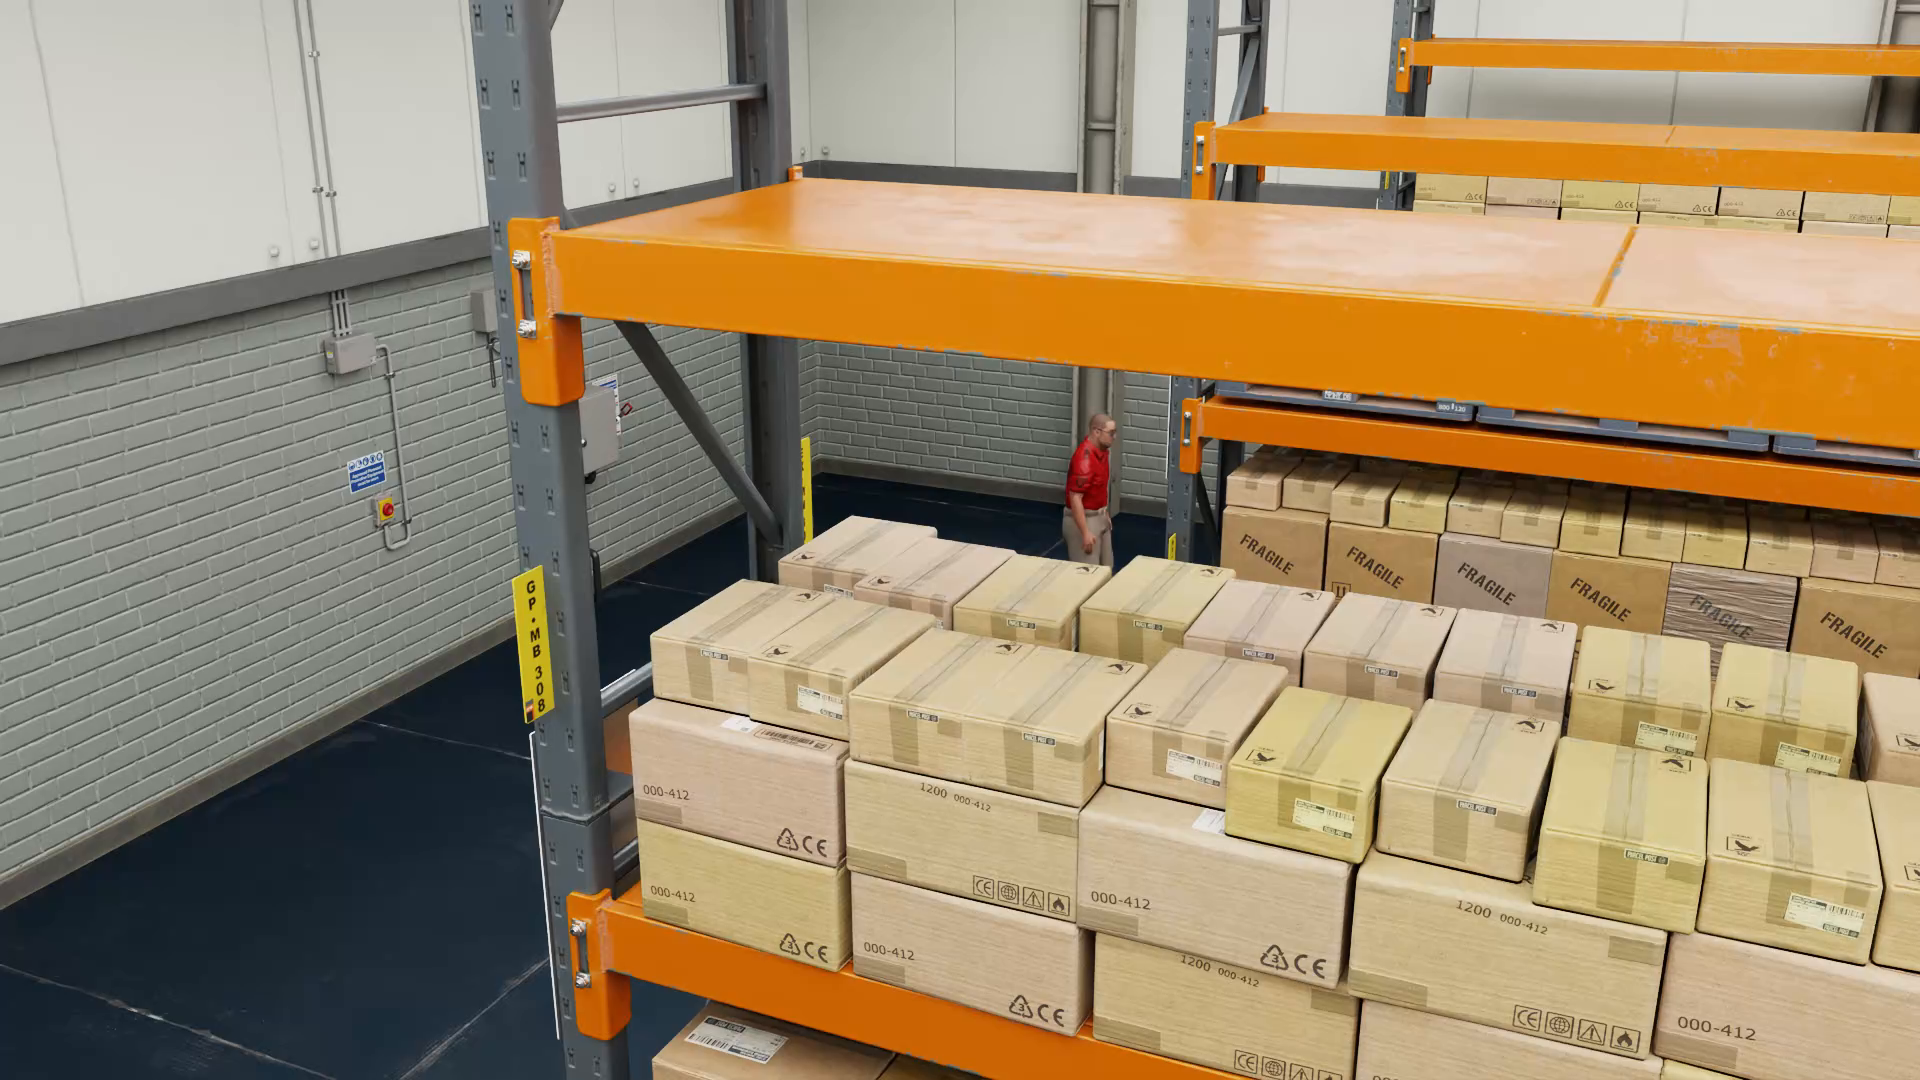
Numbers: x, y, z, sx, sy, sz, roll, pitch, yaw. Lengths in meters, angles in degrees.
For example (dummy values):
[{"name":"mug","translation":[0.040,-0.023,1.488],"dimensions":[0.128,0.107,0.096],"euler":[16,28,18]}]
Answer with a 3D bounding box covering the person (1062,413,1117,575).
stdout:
[{"name":"person","translation":[0.998,-0.101,12.380],"dimensions":[0.433,1.727,0.576],"euler":[8,20,21]}]
